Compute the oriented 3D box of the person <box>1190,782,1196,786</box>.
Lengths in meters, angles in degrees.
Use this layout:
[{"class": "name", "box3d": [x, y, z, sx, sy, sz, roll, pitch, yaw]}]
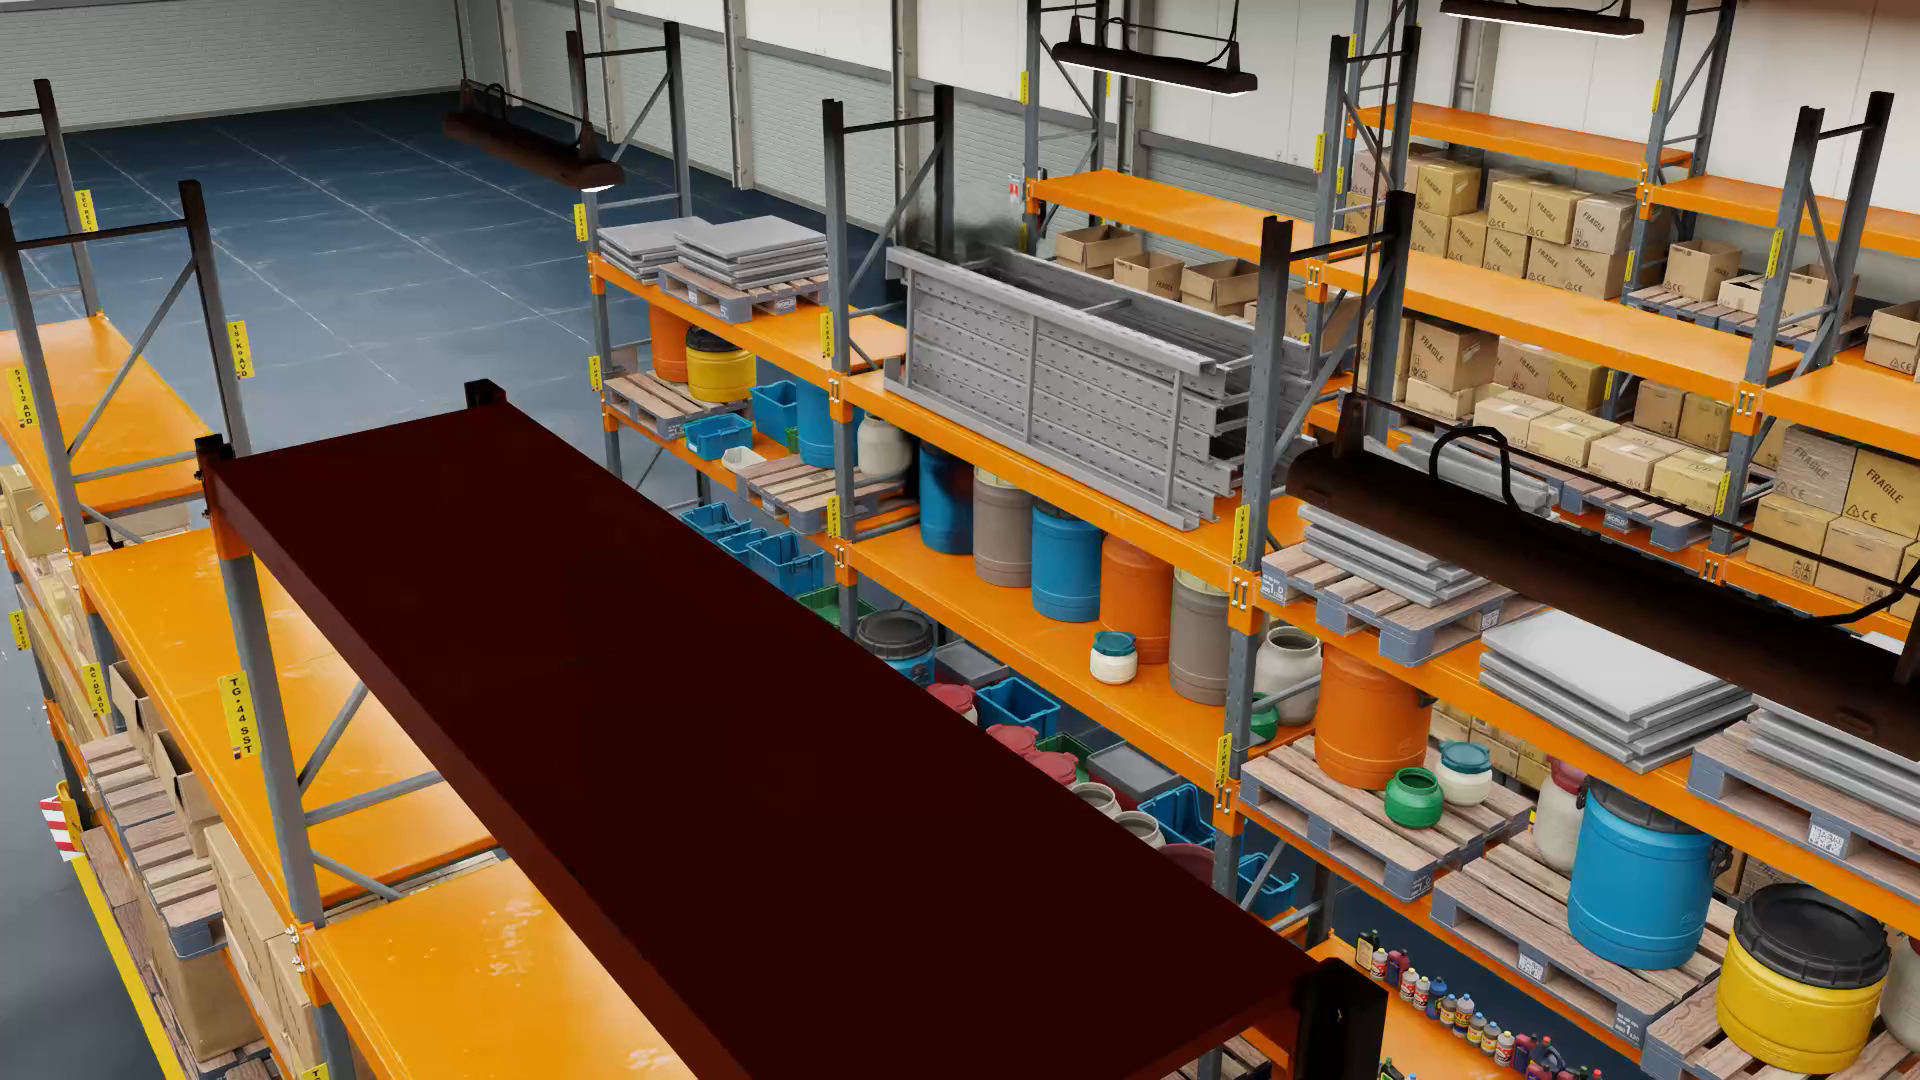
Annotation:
[{"class": "person", "box3d": [2.123, 1.292, 13.646, 0.613, 1.773, 0.691, -20, 31, -36]}]
